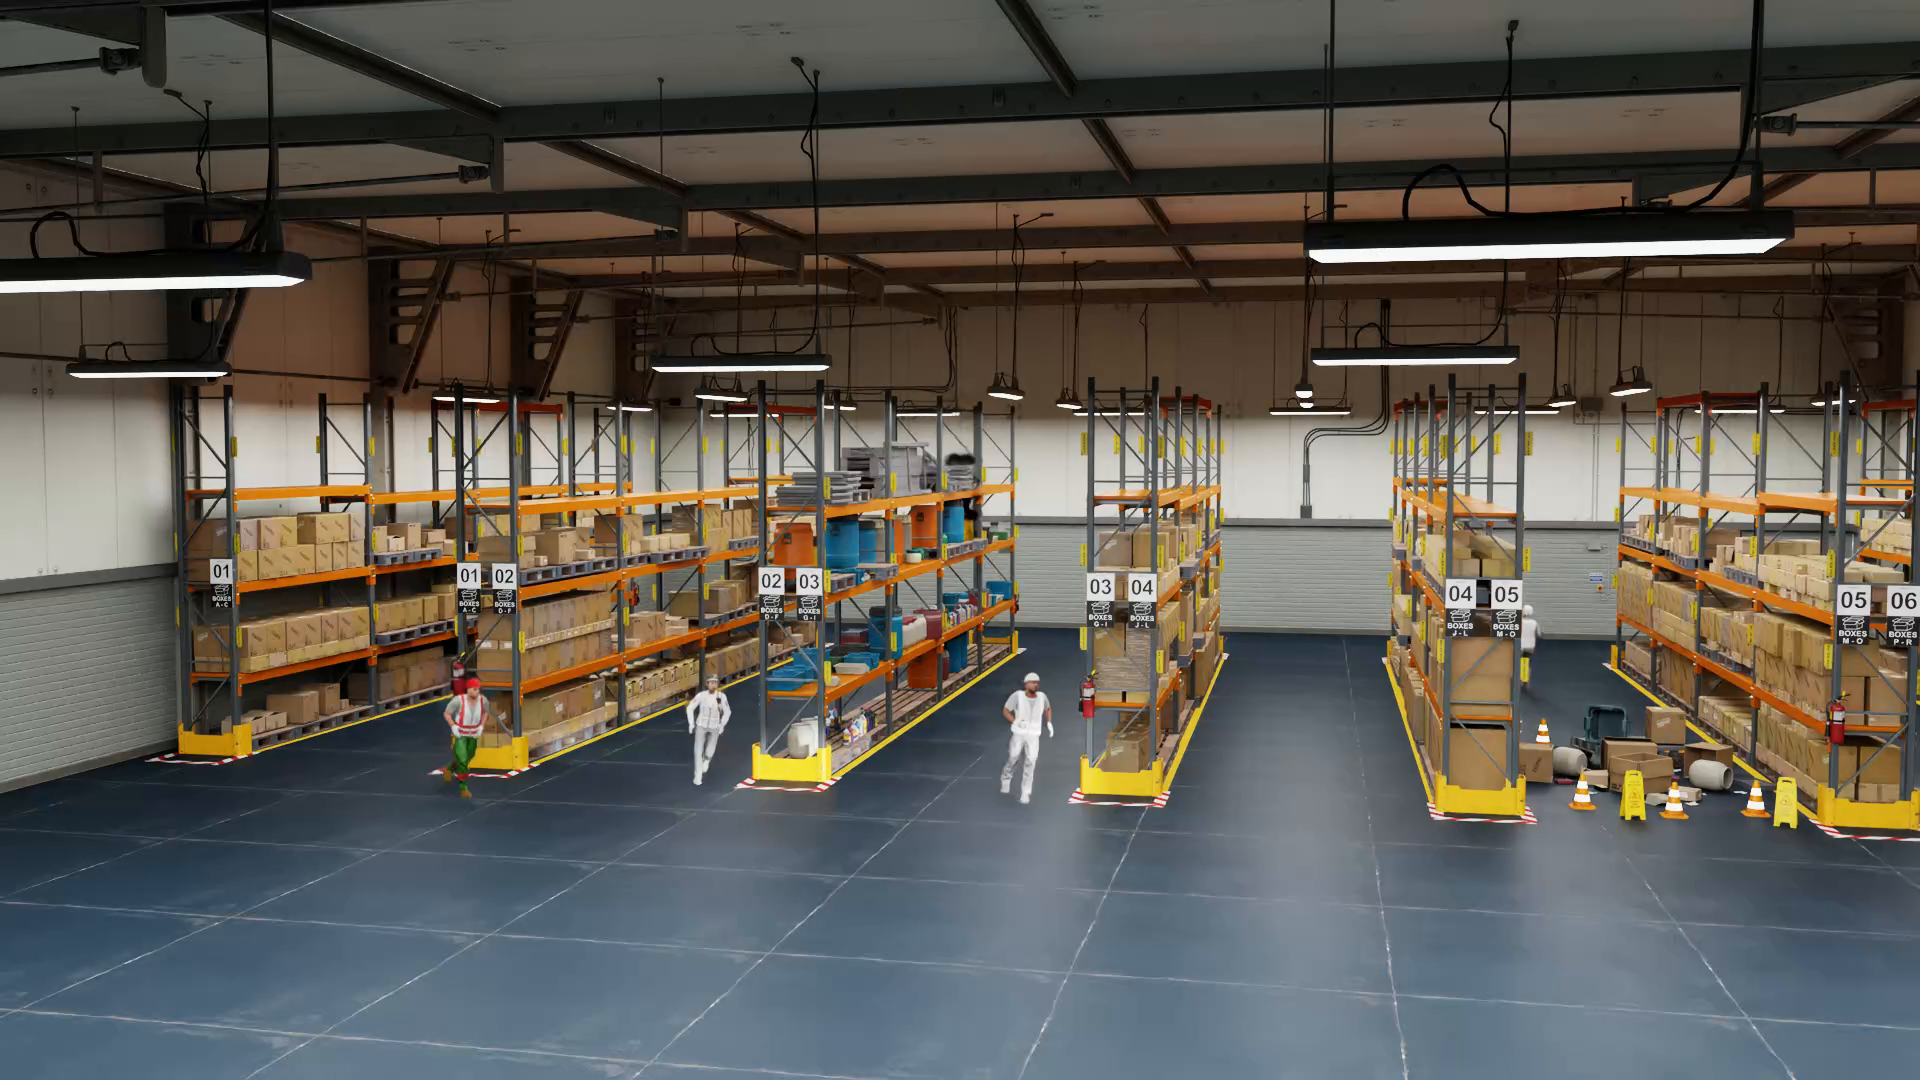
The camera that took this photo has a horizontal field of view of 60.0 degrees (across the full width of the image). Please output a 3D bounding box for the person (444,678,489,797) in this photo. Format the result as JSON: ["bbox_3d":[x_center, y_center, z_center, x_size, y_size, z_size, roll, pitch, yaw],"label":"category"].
[{"bbox_3d":[-7.184,2.828,24.087,0.658,1.727,0.955,-3,4,-40],"label":"person"}]

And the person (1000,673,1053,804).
[{"bbox_3d":[0.972,2.779,23.643,0.747,1.792,0.862,-1,3,-11],"label":"person"}]

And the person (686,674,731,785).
[{"bbox_3d":[-3.764,2.813,24.911,0.660,1.654,0.539,0,3,-8],"label":"person"}]

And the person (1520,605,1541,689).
[{"bbox_3d":[11.658,2.203,34.396,0.669,1.734,0.618,0,3,9],"label":"person"}]
